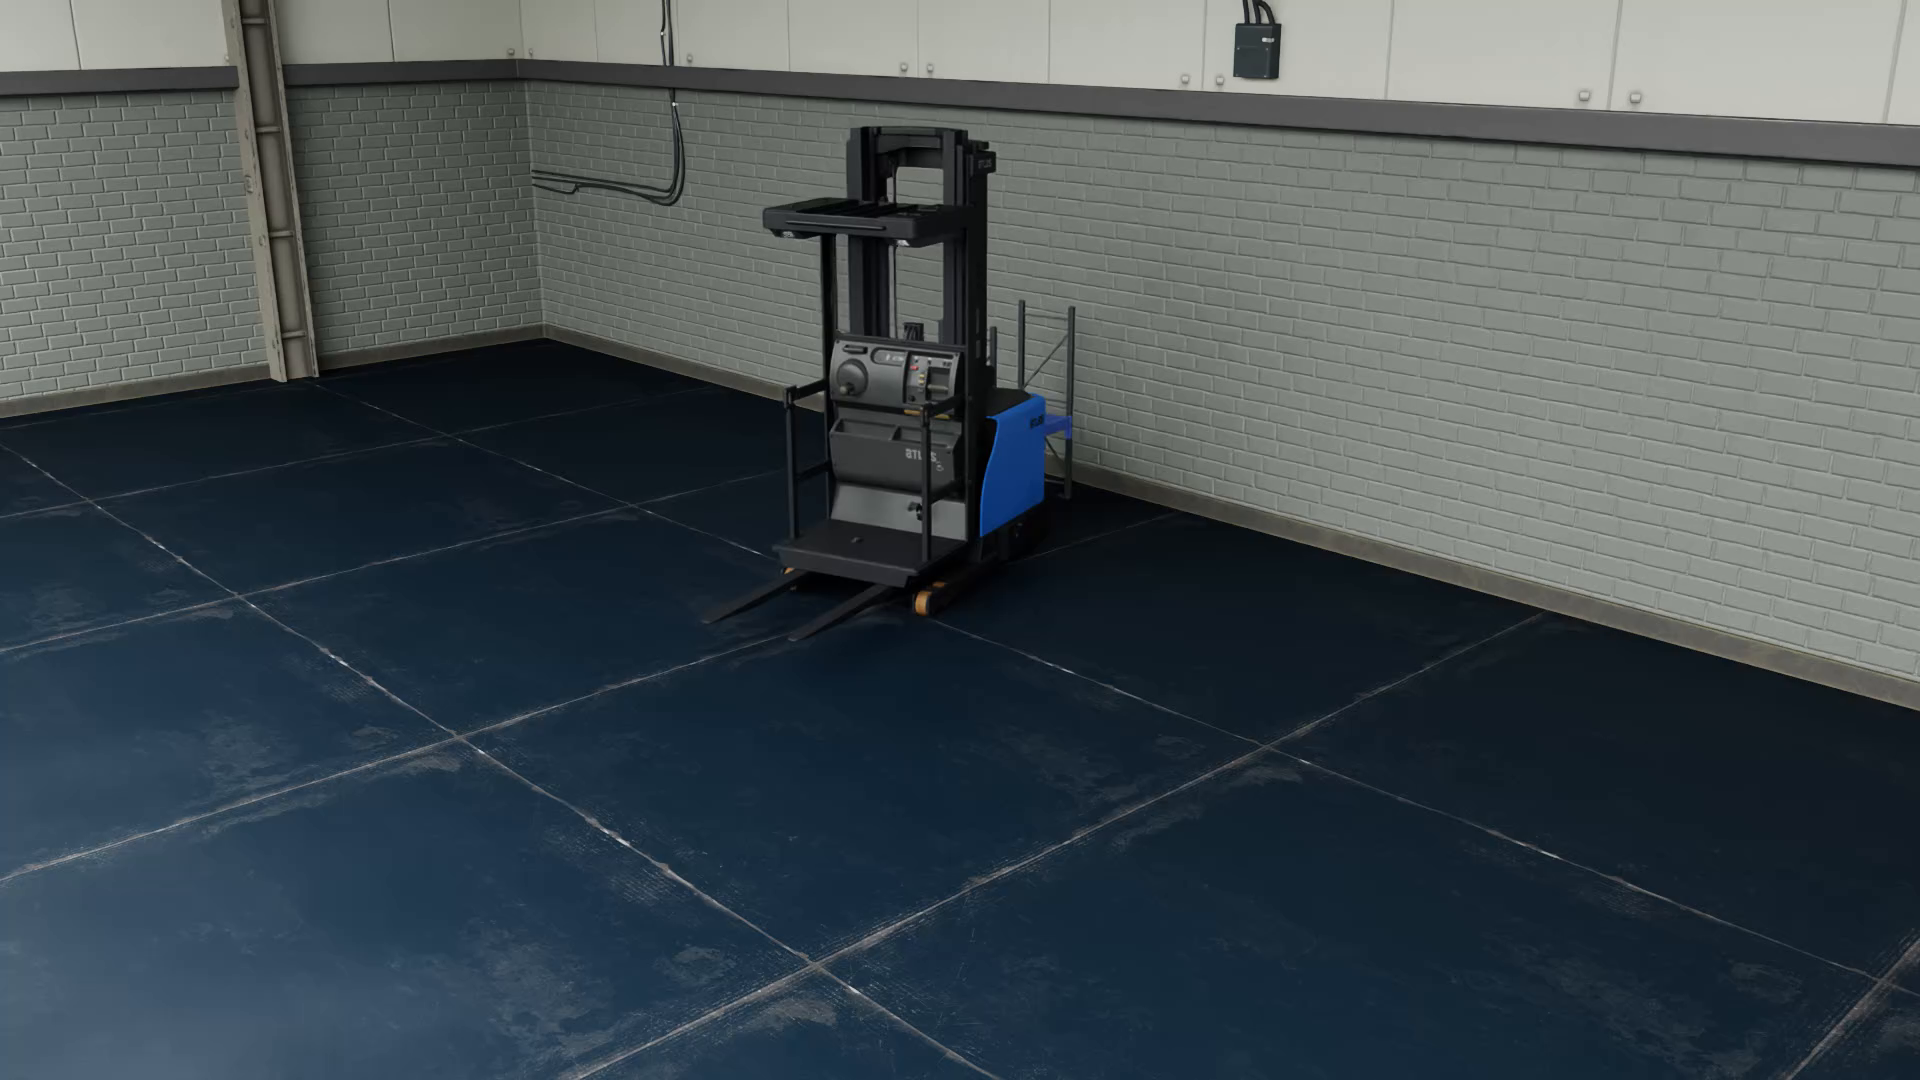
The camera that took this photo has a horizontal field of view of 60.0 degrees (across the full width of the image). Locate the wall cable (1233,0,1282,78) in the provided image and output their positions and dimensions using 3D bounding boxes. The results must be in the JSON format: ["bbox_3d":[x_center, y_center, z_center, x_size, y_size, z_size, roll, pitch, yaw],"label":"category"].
[{"bbox_3d":[2.689,-5.779,9.704,0.169,6.003,2.305,-16,24,-41],"label":"wall cable"}]

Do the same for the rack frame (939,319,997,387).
[{"bbox_3d":[0.054,-0.841,12.147,0.500,1.500,0.032,13,22,35],"label":"rack frame"}]

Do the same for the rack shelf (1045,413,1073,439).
[{"bbox_3d":[0.358,-0.795,12.590,0.538,0.185,1.000,13,22,35],"label":"rack shelf"}]

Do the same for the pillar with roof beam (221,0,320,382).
[{"bbox_3d":[-3.913,-4.999,12.813,0.400,9.000,9.100,-16,24,-41],"label":"pillar with roof beam"}]

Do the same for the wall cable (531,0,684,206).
[{"bbox_3d":[-3.821,-4.815,17.279,0.112,2.526,3.097,-16,24,-41],"label":"wall cable"}]

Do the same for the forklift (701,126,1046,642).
[{"bbox_3d":[-0.520,-1.068,10.526,1.130,2.935,3.031,9,20,27],"label":"forklift"}]

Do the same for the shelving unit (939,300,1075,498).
[{"bbox_3d":[0.358,-0.967,12.534,0.538,1.500,1.048,13,22,35],"label":"shelving unit"}]

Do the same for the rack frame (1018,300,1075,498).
[{"bbox_3d":[0.662,-1.092,12.922,0.500,1.500,0.032,13,22,35],"label":"rack frame"}]
